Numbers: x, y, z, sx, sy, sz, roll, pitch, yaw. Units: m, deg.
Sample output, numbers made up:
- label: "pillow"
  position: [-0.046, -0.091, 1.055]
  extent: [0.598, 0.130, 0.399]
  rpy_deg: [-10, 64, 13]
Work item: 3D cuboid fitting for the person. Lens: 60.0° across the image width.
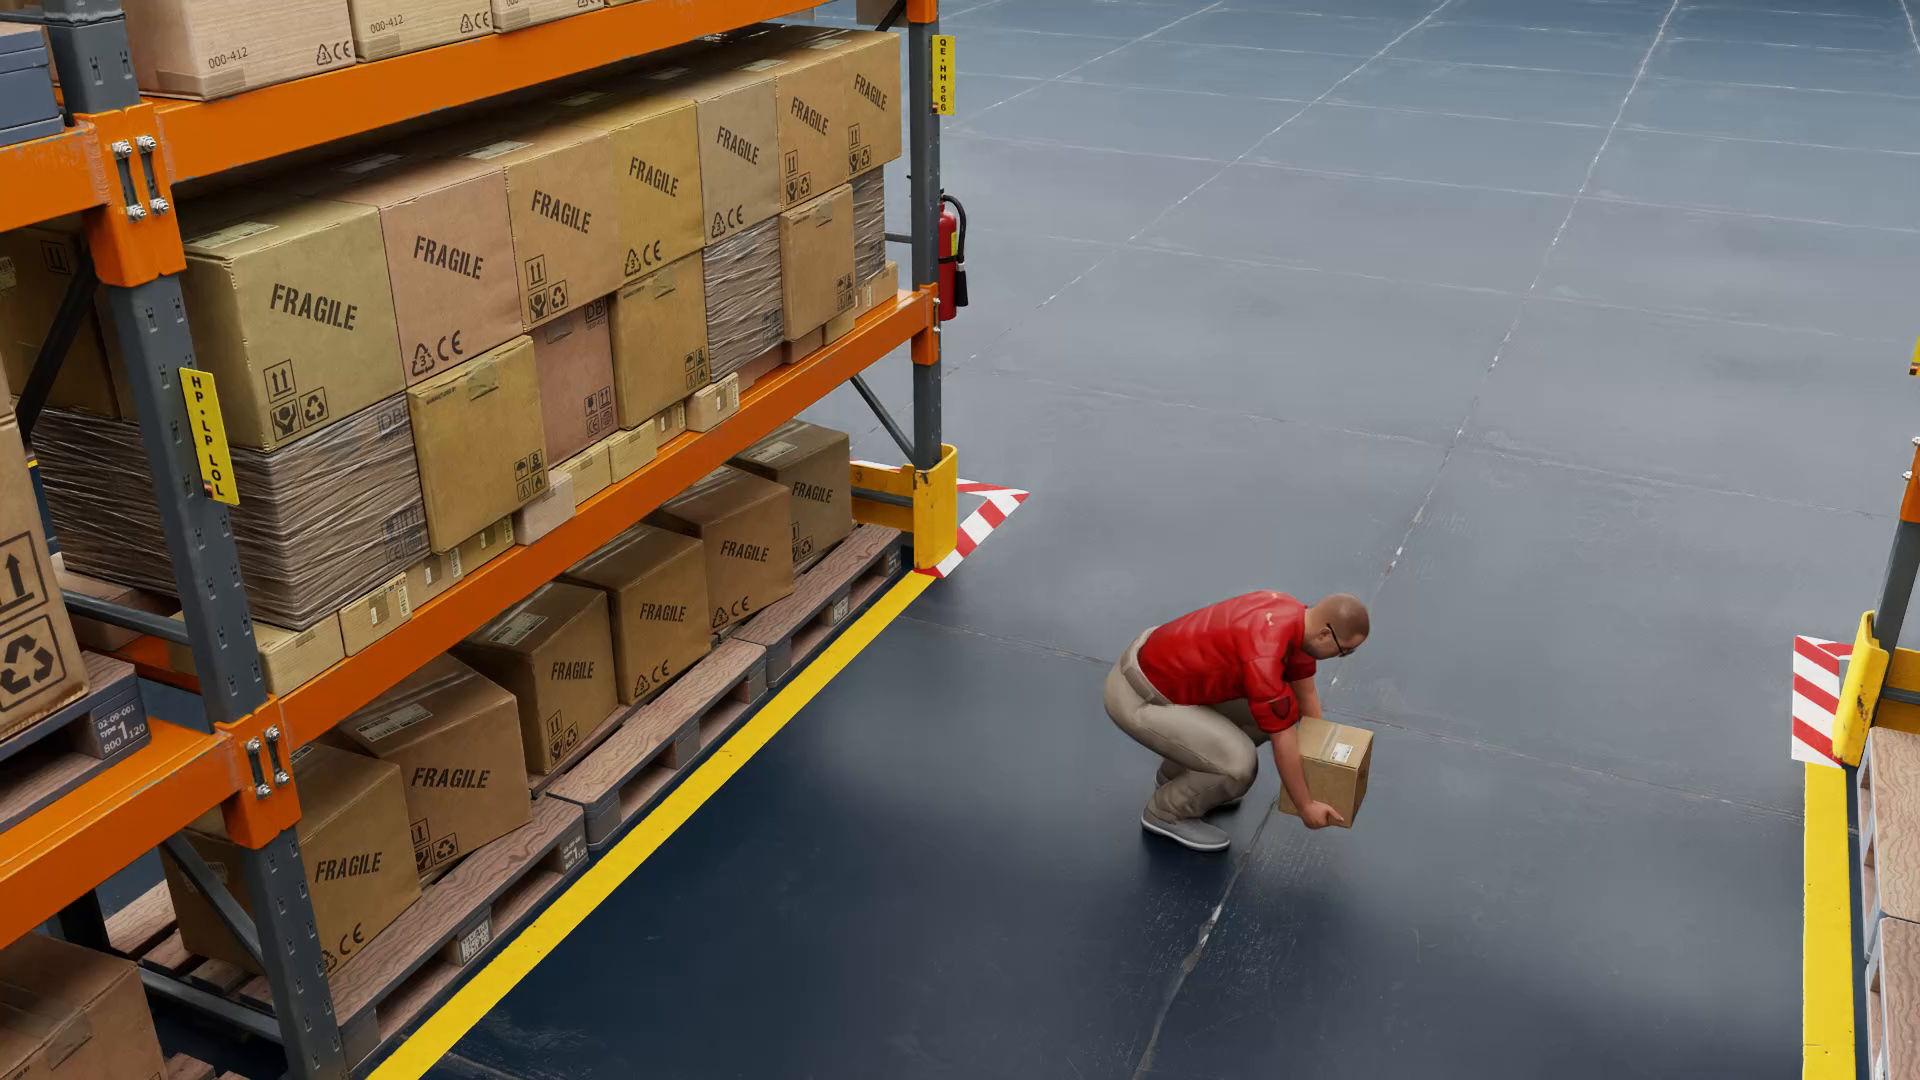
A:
- label: "person"
  position: [0.953, 0.586, 5.793]
  extent: [0.894, 0.984, 0.522]
  rpy_deg: [11, 28, 21]
